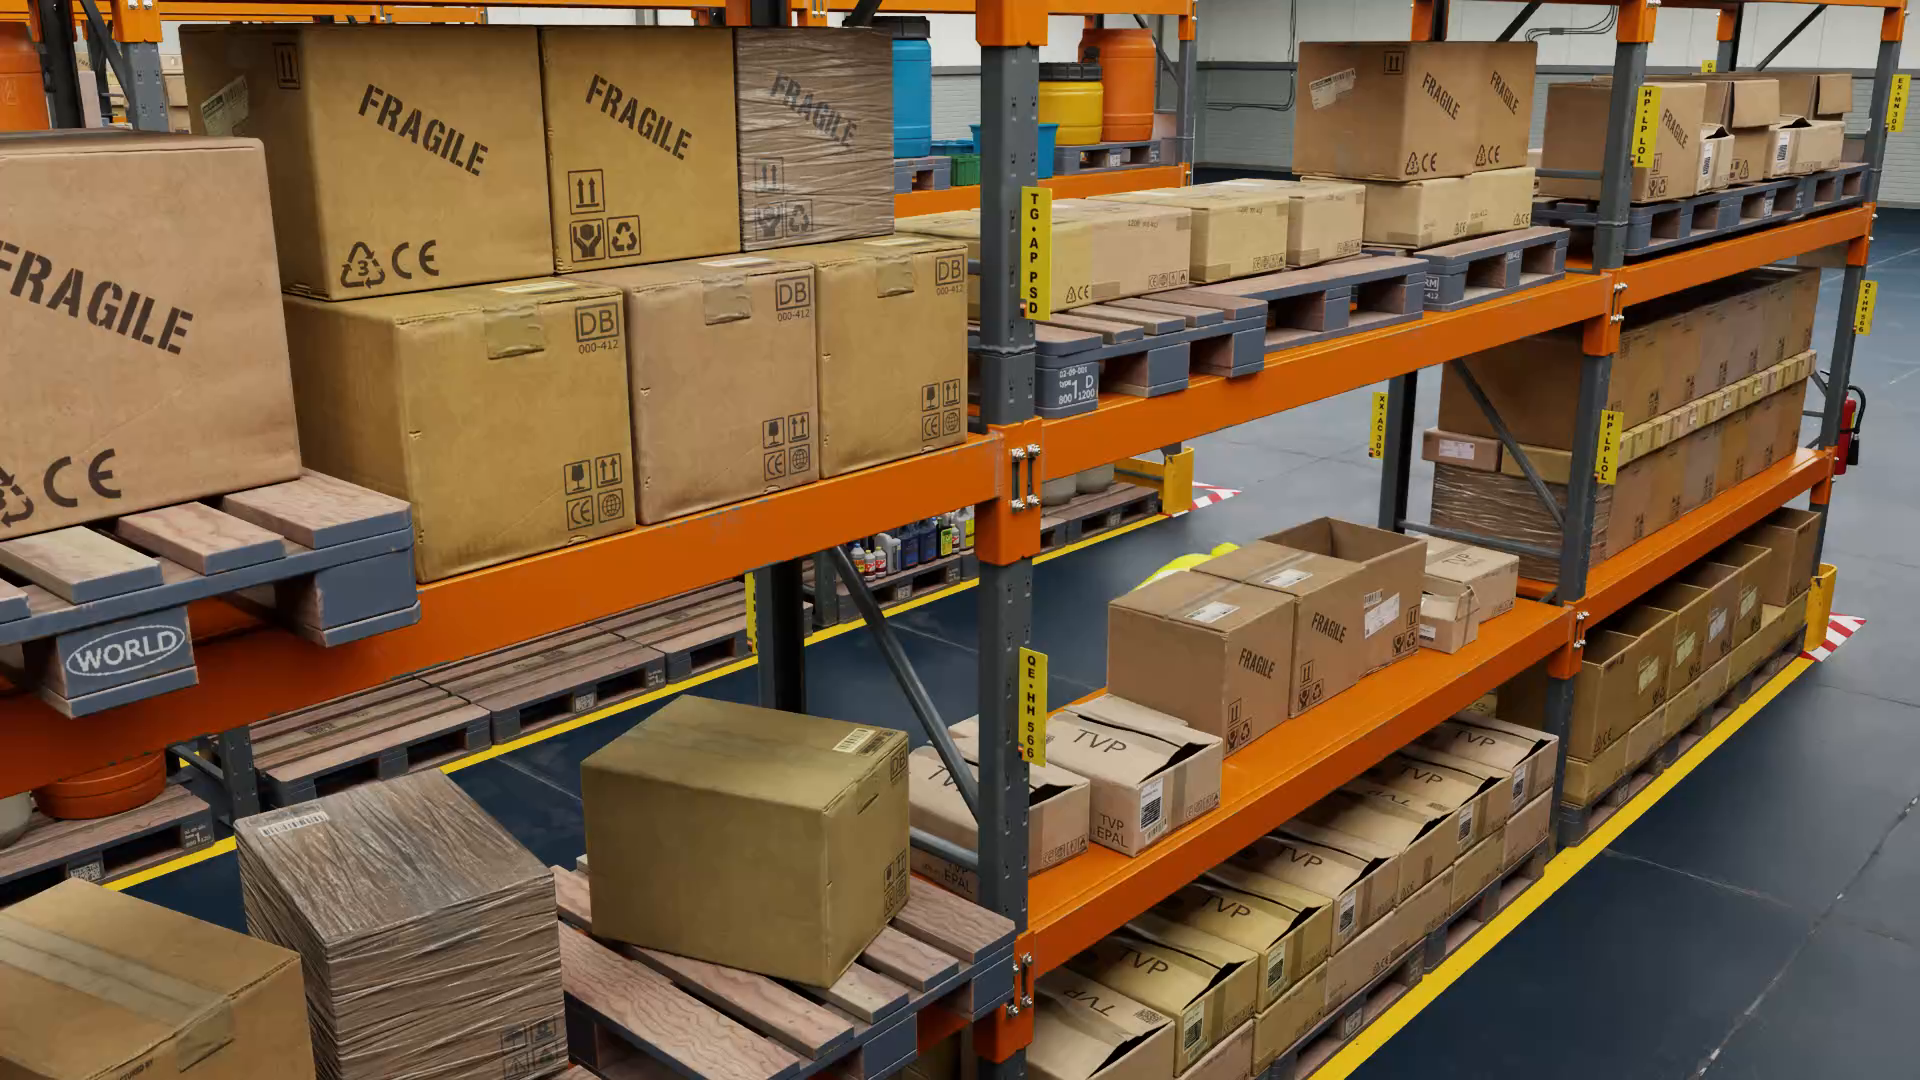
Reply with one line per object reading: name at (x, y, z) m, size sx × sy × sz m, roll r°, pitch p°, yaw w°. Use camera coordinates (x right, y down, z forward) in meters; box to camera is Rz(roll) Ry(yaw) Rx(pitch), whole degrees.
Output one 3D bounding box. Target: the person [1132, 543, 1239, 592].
person at (1.331, 0.459, 9.818) m, size 0.865 × 1.002 × 0.587 m, roll 14°, pitch 22°, yaw 39°
